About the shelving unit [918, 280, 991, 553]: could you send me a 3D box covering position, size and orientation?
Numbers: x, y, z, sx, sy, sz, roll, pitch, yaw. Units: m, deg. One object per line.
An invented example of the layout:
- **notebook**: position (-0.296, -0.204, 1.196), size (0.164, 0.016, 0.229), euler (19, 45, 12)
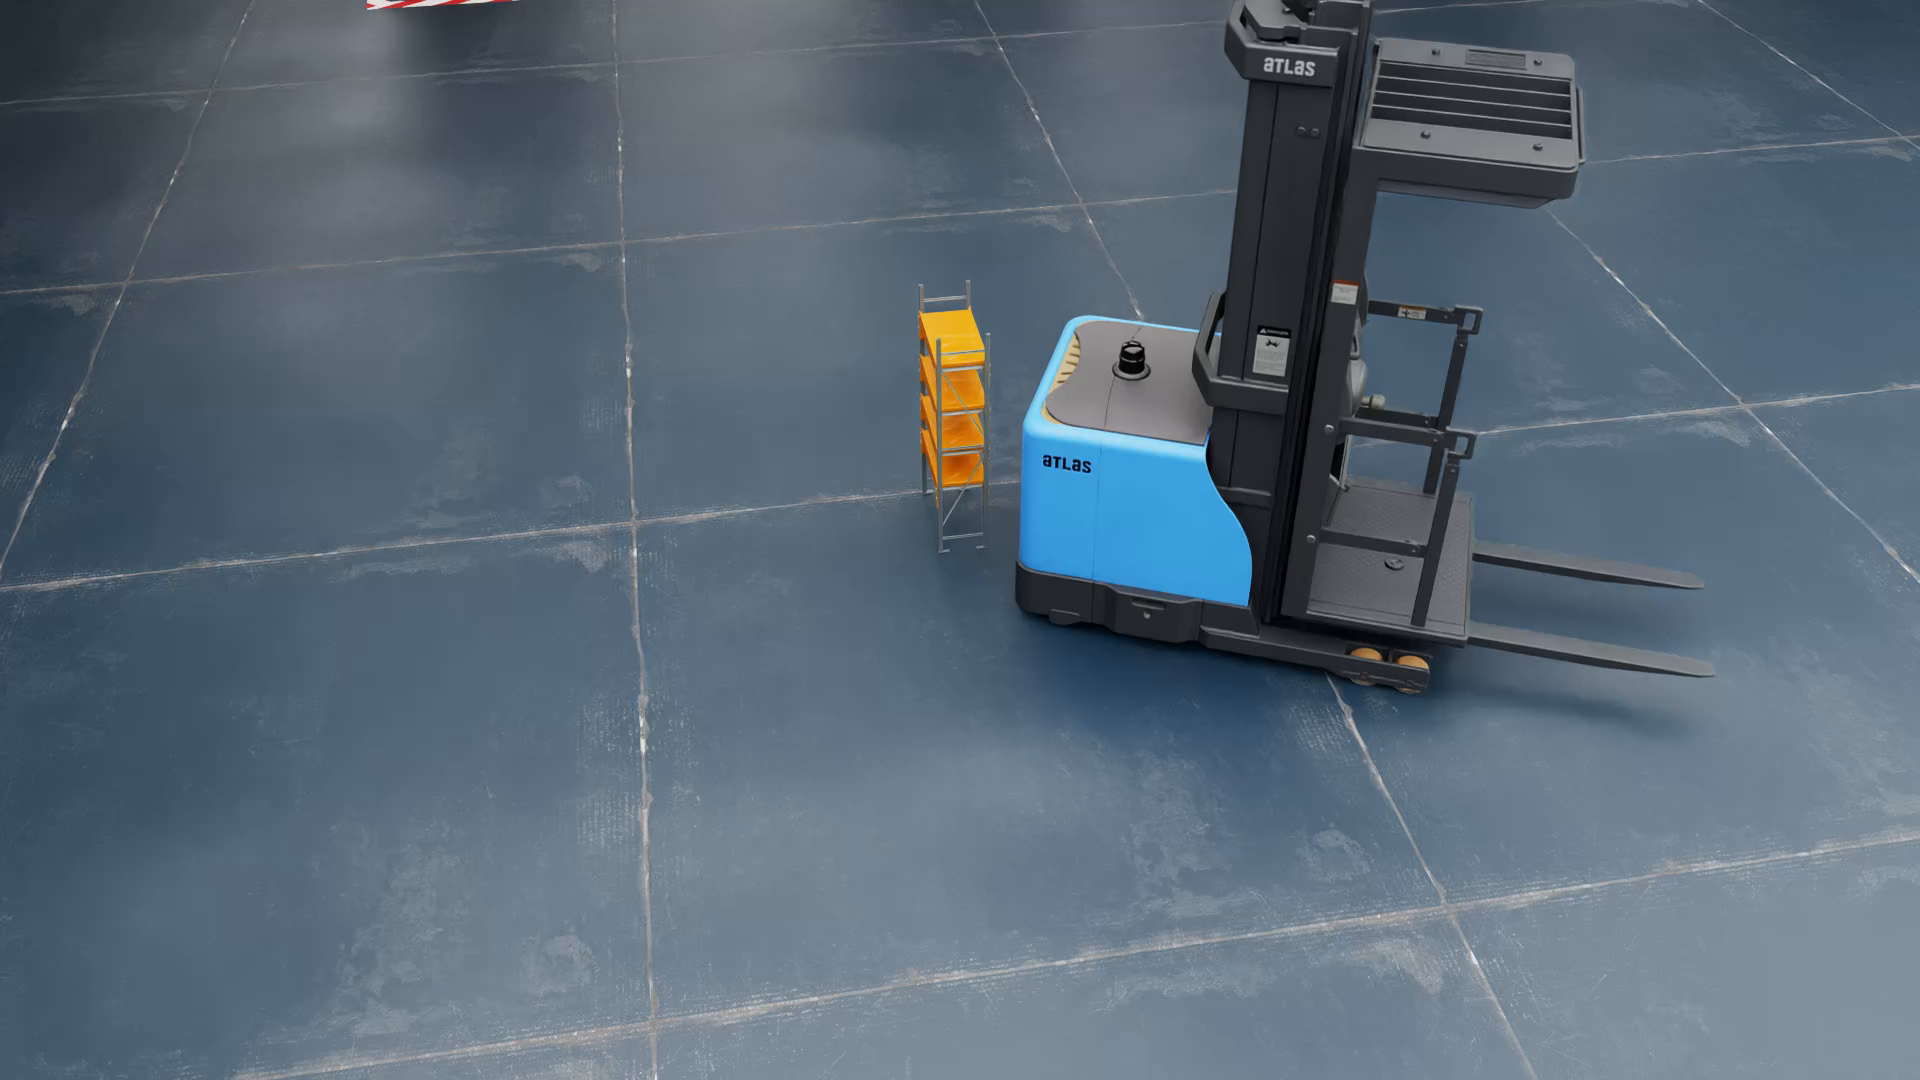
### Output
- **shelving unit**: position (-0.029, -0.574, 7.911), size (0.258, 1.200, 0.503), euler (-6, 38, -8)

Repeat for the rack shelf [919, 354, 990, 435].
- **rack shelf**: position (-0.029, -0.697, 7.815), size (0.258, 0.148, 0.480), euler (-6, 38, -8)

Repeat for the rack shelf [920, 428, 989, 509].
- **rack shelf**: position (-0.029, -0.364, 8.074), size (0.258, 0.148, 0.480), euler (-6, 38, -8)

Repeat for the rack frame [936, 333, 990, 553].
- **rack frame**: position (0.014, -0.426, 7.721), size (0.240, 1.200, 0.015), euler (-6, 38, -8)

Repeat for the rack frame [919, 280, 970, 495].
- **rack frame**: position (-0.072, -0.721, 8.100), size (0.240, 1.200, 0.015), euler (-6, 38, -8)

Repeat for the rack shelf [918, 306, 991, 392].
- **rack shelf**: position (-0.029, -0.884, 7.669), size (0.258, 0.148, 0.480), euler (-6, 38, -8)

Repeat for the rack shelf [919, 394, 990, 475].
- **rack shelf**: position (-0.029, -0.521, 7.952), size (0.258, 0.148, 0.480), euler (-6, 38, -8)

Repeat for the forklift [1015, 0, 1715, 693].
- **forklift**: position (1.830, -0.849, 6.854), size (3.031, 2.935, 1.130), euler (10, 39, 12)
